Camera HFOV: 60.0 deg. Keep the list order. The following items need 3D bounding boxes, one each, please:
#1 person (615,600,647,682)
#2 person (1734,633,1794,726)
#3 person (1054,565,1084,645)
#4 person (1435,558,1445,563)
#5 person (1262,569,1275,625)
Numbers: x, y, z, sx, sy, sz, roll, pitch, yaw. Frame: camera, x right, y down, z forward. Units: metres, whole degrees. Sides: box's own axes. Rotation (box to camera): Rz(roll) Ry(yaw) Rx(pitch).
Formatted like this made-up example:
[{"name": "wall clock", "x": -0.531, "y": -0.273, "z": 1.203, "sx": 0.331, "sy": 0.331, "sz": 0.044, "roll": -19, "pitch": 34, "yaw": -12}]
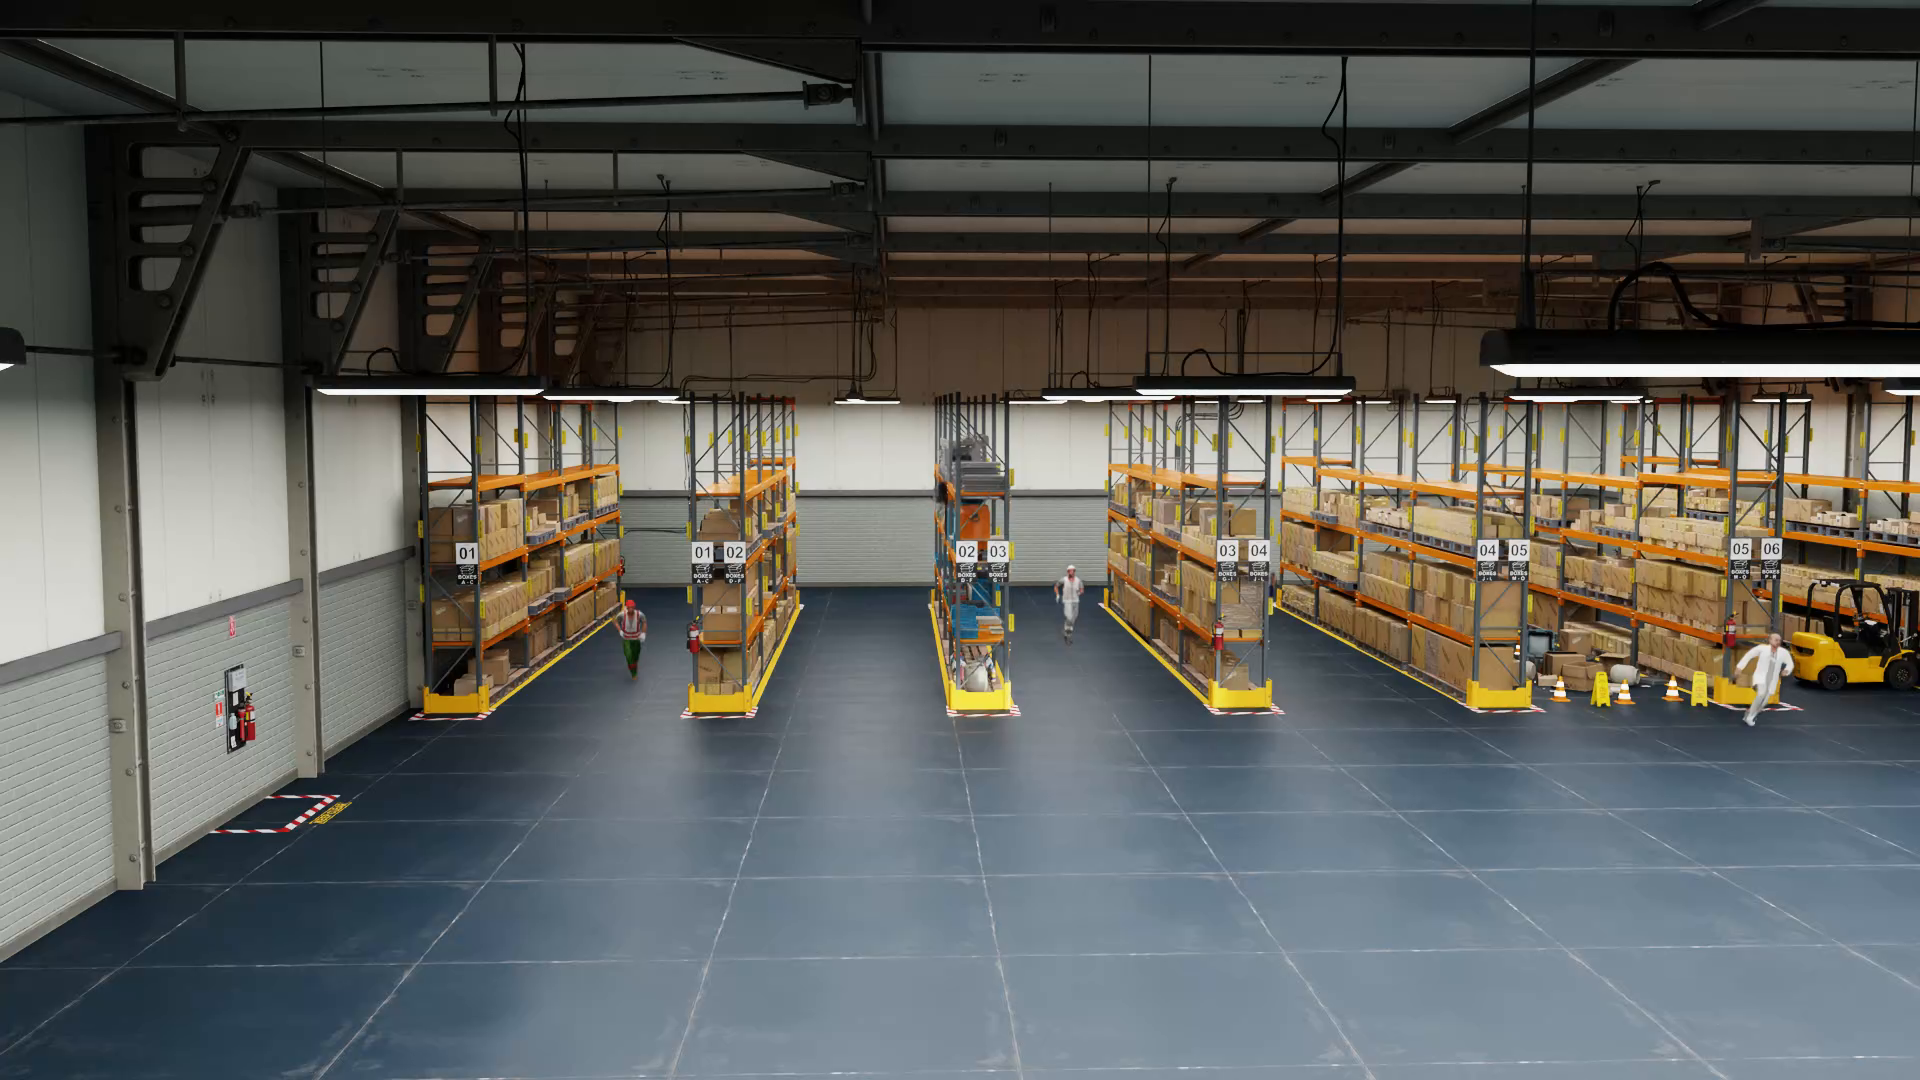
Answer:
[{"name": "person", "x": -6.915, "y": 2.088, "z": 34.968, "sx": 0.653, "sy": 1.722, "sz": 0.894, "roll": 0, "pitch": 5, "yaw": -5}, {"name": "person", "x": 14.461, "y": 2.509, "z": 29.803, "sx": 0.883, "sy": 1.686, "sz": 0.754, "roll": 0, "pitch": 5, "yaw": 1}, {"name": "person", "x": 2.549, "y": 1.497, "z": 38.179, "sx": 0.635, "sy": 1.833, "sz": 0.690, "roll": -1, "pitch": 5, "yaw": -17}, {"name": "person", "x": 12.773, "y": 1.337, "z": 43.902, "sx": 0.651, "sy": 1.746, "sz": 0.976, "roll": -2, "pitch": 5, "yaw": -22}, {"name": "person", "x": 8.068, "y": 1.374, "z": 44.062, "sx": 0.586, "sy": 1.708, "sz": 0.841, "roll": 0, "pitch": 5, "yaw": 5}]
